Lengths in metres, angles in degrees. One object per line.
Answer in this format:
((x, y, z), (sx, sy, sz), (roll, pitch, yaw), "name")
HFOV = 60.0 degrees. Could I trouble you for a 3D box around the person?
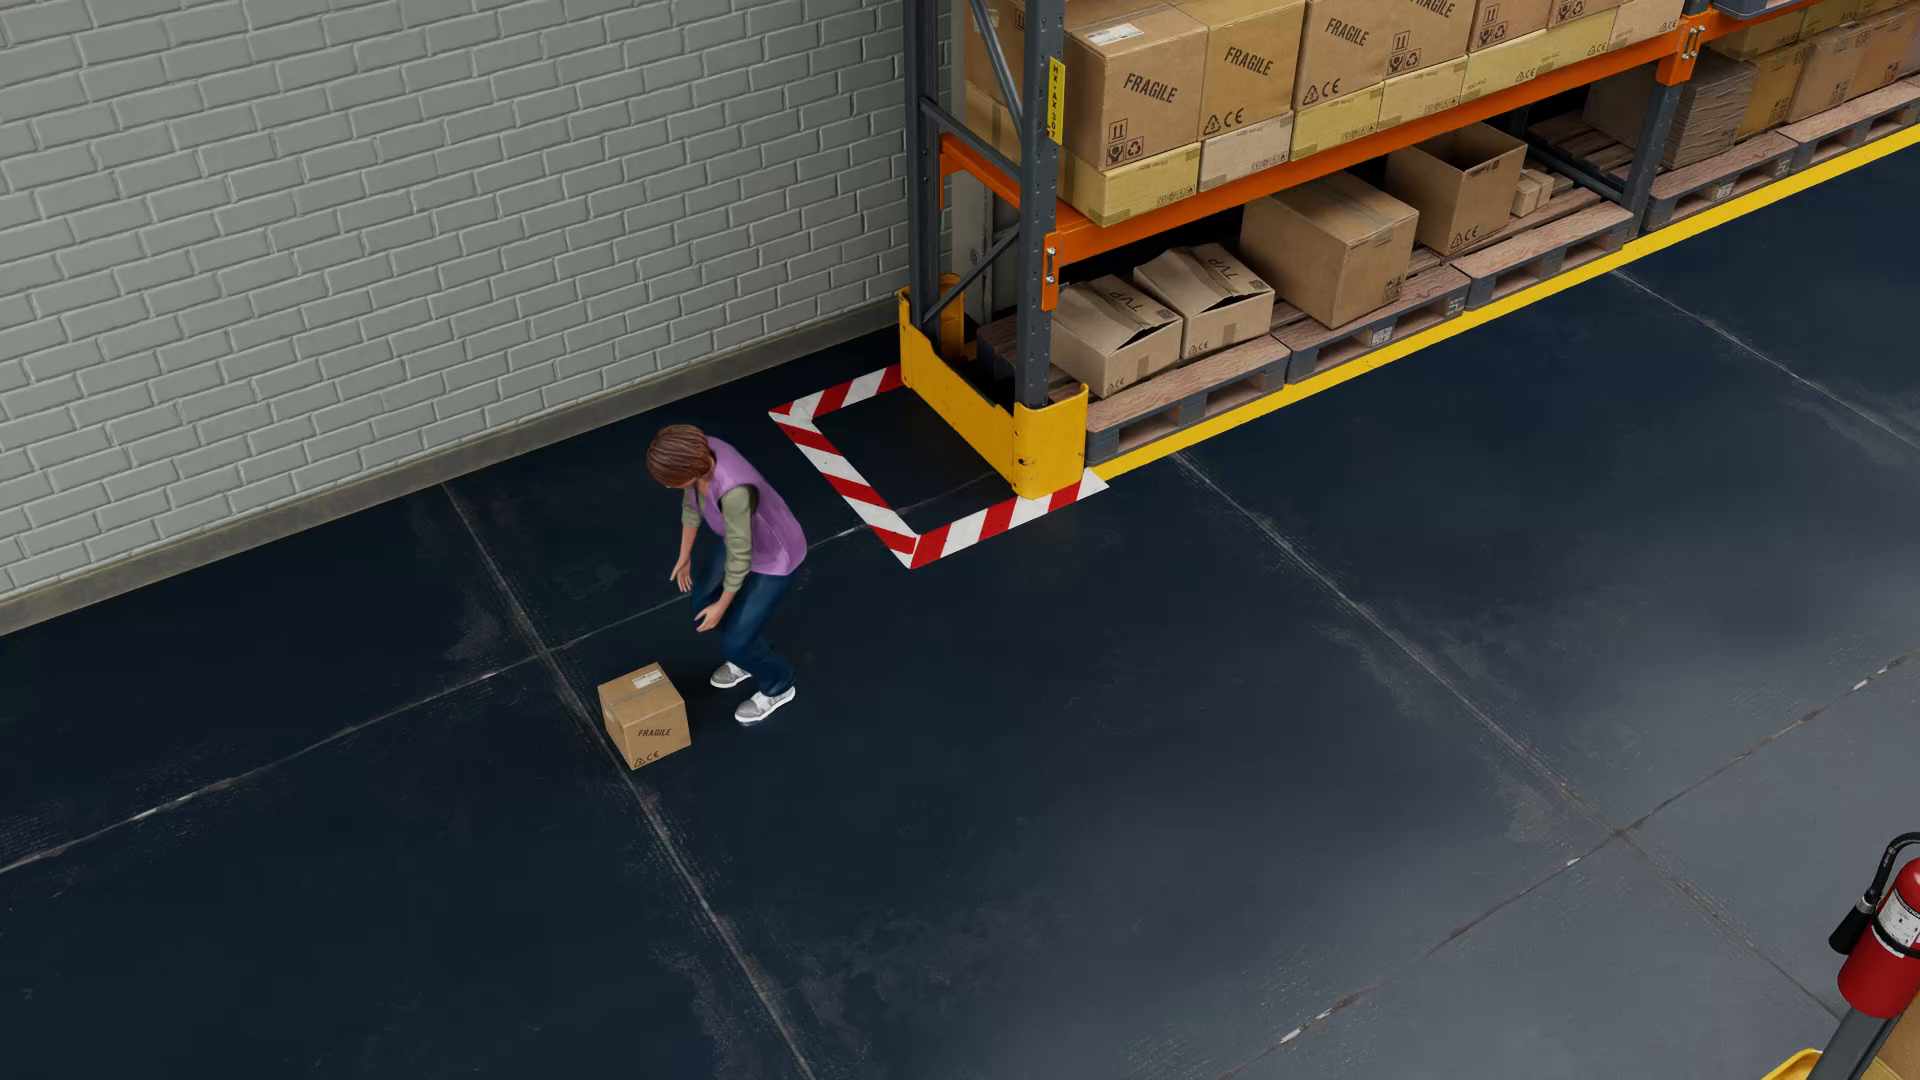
((-0.831, 0.107, 6.196), (0.560, 1.408, 0.456), (-22, 46, -23), "person")
